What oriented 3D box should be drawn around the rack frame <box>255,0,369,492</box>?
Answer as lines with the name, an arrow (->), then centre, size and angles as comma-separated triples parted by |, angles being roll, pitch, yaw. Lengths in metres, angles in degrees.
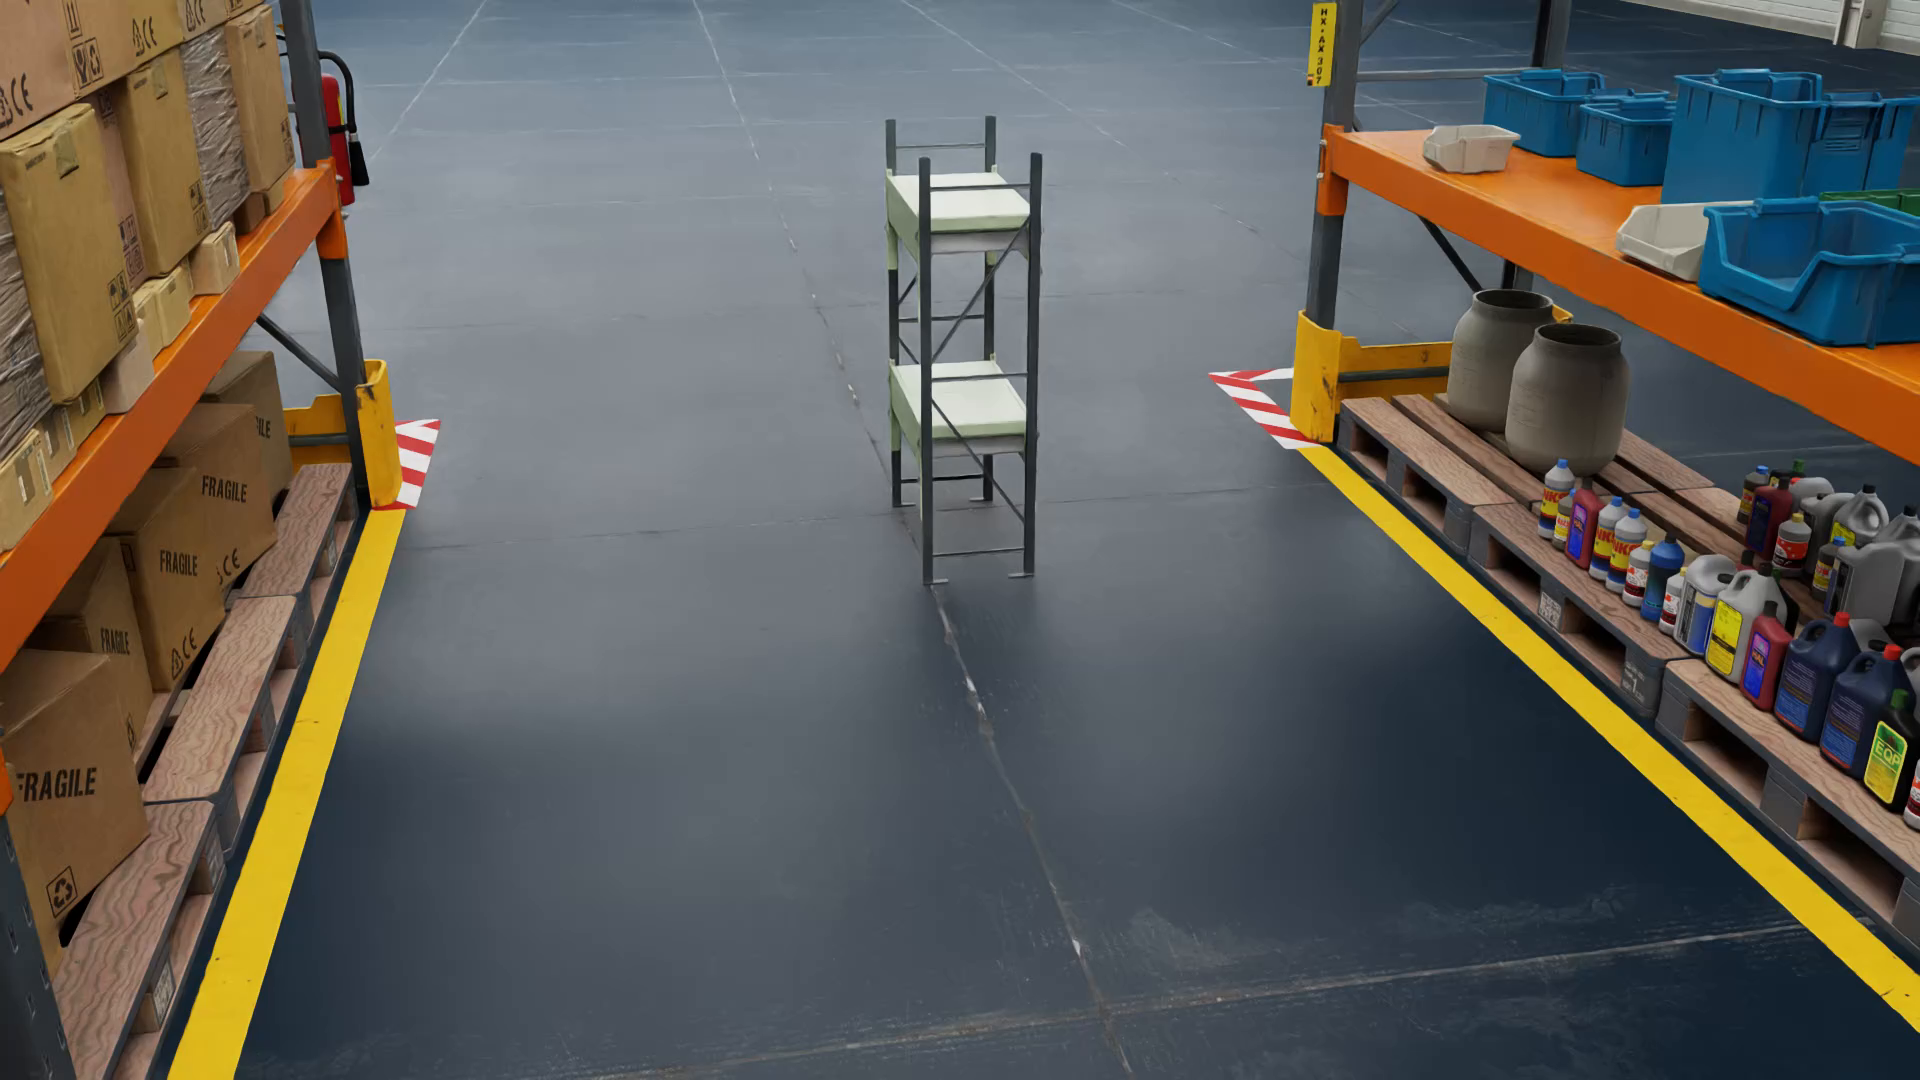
rack frame -> -2.852, -1.564, 6.082 | 1.000, 3.000, 0.127 | -4, 24, -10

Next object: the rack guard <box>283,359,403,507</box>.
rack guard -> -2.838, -0.388, 6.514 | 1.175, 0.500, 0.348 | -4, 24, -10

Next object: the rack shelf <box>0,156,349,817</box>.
rack shelf -> -2.482, -0.447, 4.425 | 1.077, 0.370, 4.000 | -4, 24, -10

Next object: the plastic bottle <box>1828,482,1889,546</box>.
plastic bottle -> 2.866, -0.007, 5.279 | 0.144, 0.351, 0.185 | -3, 24, -8

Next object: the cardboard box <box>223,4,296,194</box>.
cardboard box -> -2.567, -1.340, 5.073 | 0.875, 0.500, 0.500 | -4, 24, -10

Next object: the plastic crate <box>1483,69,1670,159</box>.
plastic crate -> 2.403, -1.687, 6.551 | 0.499, 0.251, 0.616 | -4, 24, -10

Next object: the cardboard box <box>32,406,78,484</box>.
cardboard box -> -1.963, -0.178, 3.223 | 0.380, 0.149, 0.250 | -4, 24, -10

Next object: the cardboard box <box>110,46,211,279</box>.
cardboard box -> -2.436, -0.942, 4.163 | 0.875, 0.500, 0.500 | -4, 24, -10

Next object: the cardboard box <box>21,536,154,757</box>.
cardboard box -> -2.452, 0.339, 4.324 | 0.500, 0.500, 0.500 | -6, 24, -14

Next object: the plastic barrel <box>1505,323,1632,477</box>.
plastic barrel -> 2.305, -0.532, 6.304 | 0.421, 0.512, 0.421 | 0, 24, 0

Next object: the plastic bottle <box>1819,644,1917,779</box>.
plastic bottle -> 2.353, 0.424, 4.293 | 0.144, 0.351, 0.185 | -5, 24, -11

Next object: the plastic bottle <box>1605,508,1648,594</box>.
plastic bottle -> 2.127, 0.029, 5.295 | 0.097, 0.271, 0.097 | 0, 24, 0

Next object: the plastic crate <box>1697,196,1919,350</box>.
plastic crate -> 2.284, -0.704, 4.300 | 0.499, 0.251, 0.616 | -4, 24, -10

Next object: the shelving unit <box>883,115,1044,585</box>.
shelving unit -> -0.001, -0.690, 5.956 | 0.431, 1.500, 0.755 | -4, 24, -10

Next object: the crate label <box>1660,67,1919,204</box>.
crate label -> 2.622, -1.242, 5.303 | 0.502, 0.435, 0.616 | -4, 24, -10

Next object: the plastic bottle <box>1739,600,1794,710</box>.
plastic bottle -> 2.247, 0.318, 4.619 | 0.061, 0.283, 0.133 | -3, 24, -6

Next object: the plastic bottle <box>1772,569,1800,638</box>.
plastic bottle -> 2.354, 0.234, 4.810 | 0.061, 0.283, 0.133 | -4, 24, -10

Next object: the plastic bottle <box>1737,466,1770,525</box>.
plastic bottle -> 2.786, -0.159, 5.814 | 0.097, 0.201, 0.097 | 0, 24, 0

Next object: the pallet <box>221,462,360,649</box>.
pallet -> -2.722, 0.066, 5.834 | 1.003, 0.211, 1.213 | -4, 24, -10

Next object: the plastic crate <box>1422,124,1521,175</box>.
plastic crate -> 1.865, -1.434, 6.114 | 0.298, 0.136, 0.250 | -4, 24, -10

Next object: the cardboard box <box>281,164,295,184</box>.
cardboard box -> -2.596, -1.352, 5.911 | 0.380, 0.149, 0.250 | -4, 24, -10

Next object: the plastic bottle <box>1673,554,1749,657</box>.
plastic bottle -> 2.232, 0.191, 4.918 | 0.152, 0.276, 0.135 | -4, 24, -9

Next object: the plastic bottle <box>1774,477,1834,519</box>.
plastic bottle -> 2.806, -0.092, 5.567 | 0.152, 0.276, 0.135 | -4, 24, -9

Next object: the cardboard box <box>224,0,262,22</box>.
cardboard box -> -2.409, -1.810, 4.900 | 0.500, 0.500, 0.500 | -4, 24, -10

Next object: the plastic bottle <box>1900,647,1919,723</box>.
plastic bottle -> 2.495, 0.413, 4.317 | 0.144, 0.351, 0.185 | -4, 24, -10

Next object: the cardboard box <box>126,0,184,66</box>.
cardboard box -> -2.235, -1.416, 3.997 | 0.500, 0.500, 0.500 | -4, 24, -10

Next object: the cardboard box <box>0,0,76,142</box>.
cardboard box -> -2.039, -1.023, 3.099 | 0.500, 0.500, 0.500 | -4, 24, -10

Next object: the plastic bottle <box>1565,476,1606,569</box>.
plastic bottle -> 2.069, -0.060, 5.485 | 0.061, 0.283, 0.133 | -4, 24, -9

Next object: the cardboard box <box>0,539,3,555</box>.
cardboard box -> -1.856, 0.018, 2.775 | 0.380, 0.149, 0.250 | -4, 24, -10

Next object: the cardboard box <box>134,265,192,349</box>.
cardboard box -> -2.147, -0.571, 4.123 | 0.380, 0.149, 0.250 | -4, 24, -10

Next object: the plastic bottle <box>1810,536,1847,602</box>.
plastic bottle -> 2.756, 0.087, 5.249 | 0.097, 0.201, 0.097 | 0, 24, 0

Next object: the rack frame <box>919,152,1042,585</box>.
rack frame -> 0.066, -0.546, 5.626 | 0.400, 1.500, 0.023 | -4, 24, -10

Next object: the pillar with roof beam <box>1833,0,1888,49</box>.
pillar with roof beam -> 6.282, -9.603, 16.994 | 9.100, 9.000, 0.400 | -4, 24, -10

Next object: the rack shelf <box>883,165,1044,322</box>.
rack shelf -> -0.001, -1.048, 5.800 | 0.431, 0.370, 0.720 | -4, 24, -10

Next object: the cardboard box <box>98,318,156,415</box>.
cardboard box -> -2.024, -0.377, 3.678 | 0.380, 0.149, 0.250 | -4, 24, -10

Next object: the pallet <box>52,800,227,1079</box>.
pallet -> -2.271, 1.026, 3.637 | 1.003, 0.211, 1.213 | -4, 24, -10

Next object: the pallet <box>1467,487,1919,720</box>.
pallet -> 2.443, 0.173, 5.590 | 1.003, 0.211, 1.213 | -4, 24, -10

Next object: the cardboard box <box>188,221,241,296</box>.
cardboard box -> -2.215, -0.769, 4.578 | 0.380, 0.149, 0.250 | -4, 24, -10

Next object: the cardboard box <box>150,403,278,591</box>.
cardboard box -> -2.608, -0.131, 5.401 | 0.500, 0.500, 0.500 | 2, 24, 4

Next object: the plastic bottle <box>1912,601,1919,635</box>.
plastic bottle -> 2.950, 0.188, 5.017 | 0.097, 0.201, 0.097 | 0, 24, 0

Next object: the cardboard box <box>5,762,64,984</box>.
cardboard box -> -2.147, 0.803, 3.263 | 0.500, 0.500, 0.500 | -5, 24, -11

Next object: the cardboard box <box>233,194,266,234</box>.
cardboard box -> -2.423, -1.059, 5.241 | 0.380, 0.149, 0.250 | -4, 24, -10

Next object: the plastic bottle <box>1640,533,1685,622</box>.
plastic bottle -> 2.164, 0.109, 5.113 | 0.097, 0.271, 0.097 | 0, 24, 0

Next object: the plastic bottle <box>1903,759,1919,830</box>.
plastic bottle -> 2.382, 0.604, 4.065 | 0.097, 0.201, 0.097 | 0, 24, 0

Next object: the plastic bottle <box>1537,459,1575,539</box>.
plastic bottle -> 2.045, -0.145, 5.694 | 0.097, 0.271, 0.097 | 0, 24, 0

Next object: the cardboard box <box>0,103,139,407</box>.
cardboard box -> -2.192, -0.553, 3.272 | 0.875, 0.500, 0.500 | -4, 24, -10
